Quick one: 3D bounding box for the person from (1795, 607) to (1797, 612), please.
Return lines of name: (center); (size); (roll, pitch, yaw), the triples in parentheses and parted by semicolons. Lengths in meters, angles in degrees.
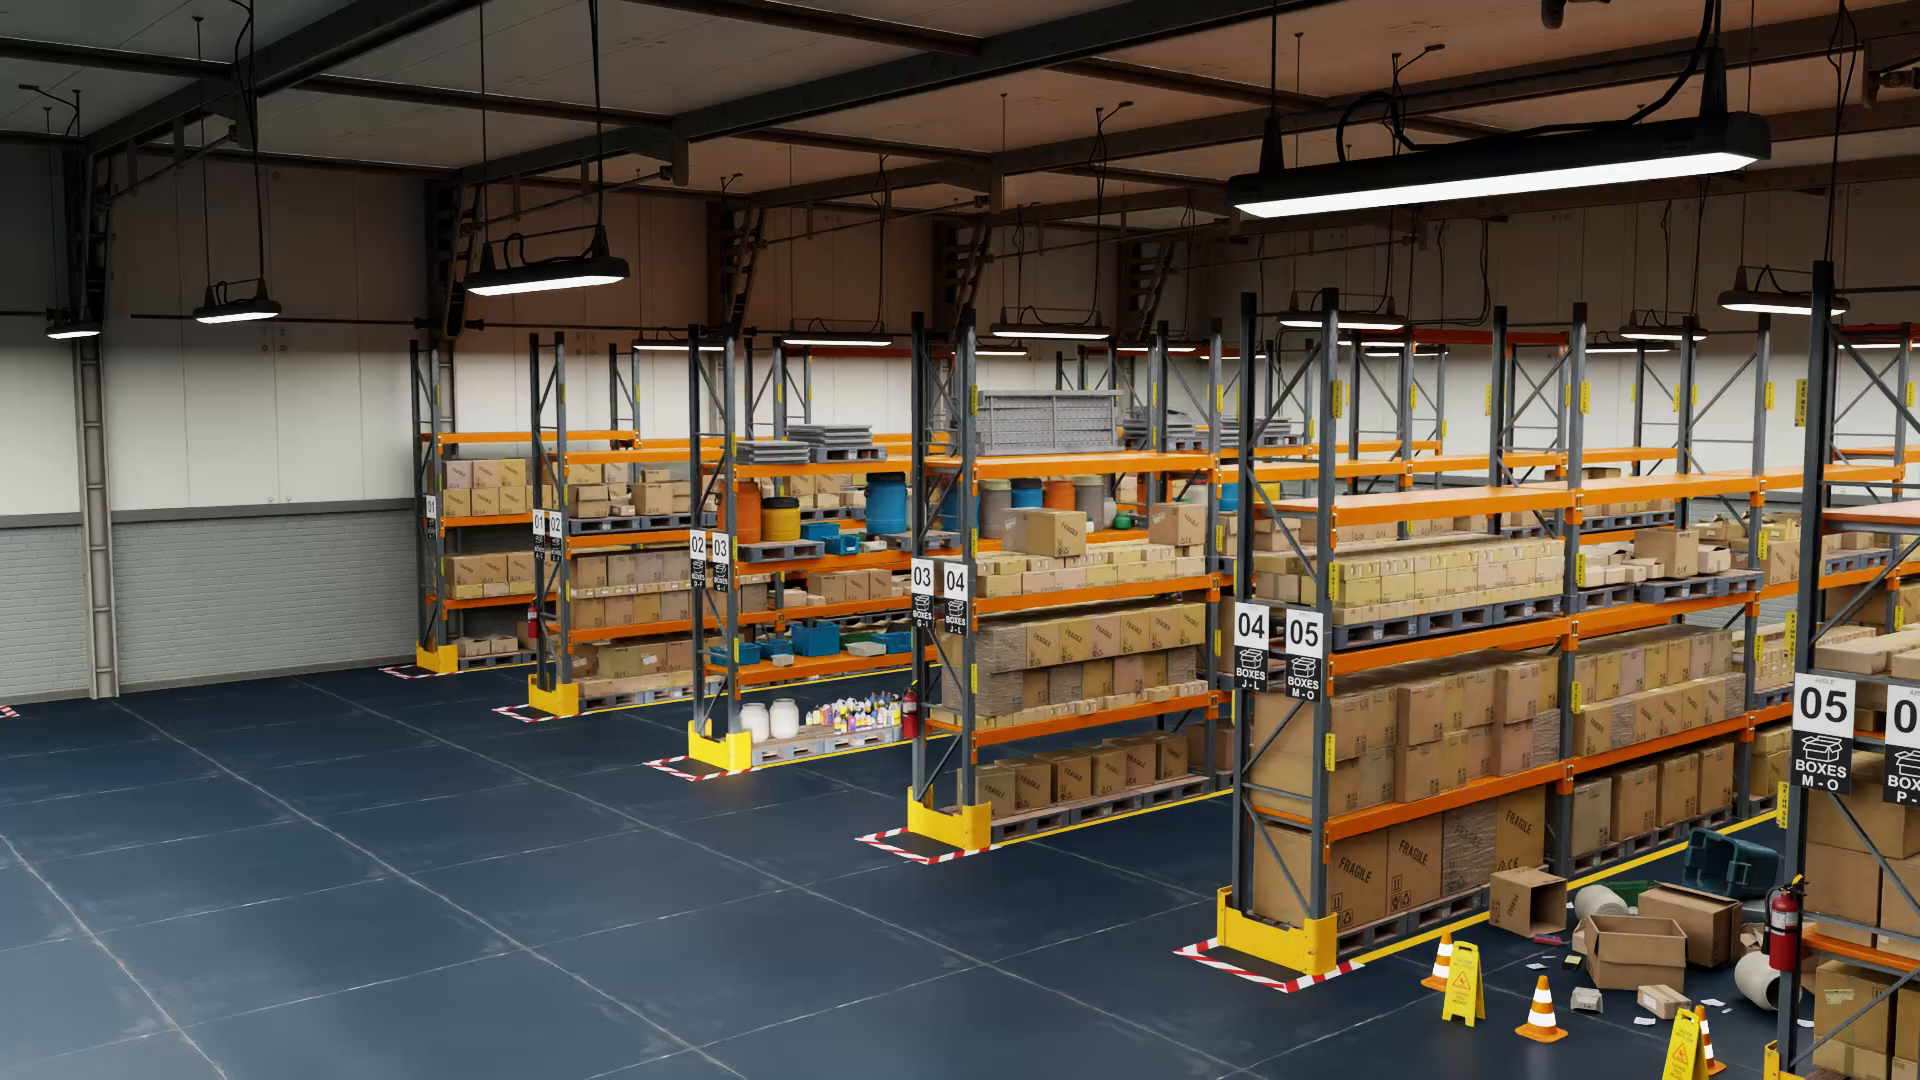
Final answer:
person: (13.322, 1.874, 26.312); (0.584, 1.818, 0.592); (-1, 5, -14)
